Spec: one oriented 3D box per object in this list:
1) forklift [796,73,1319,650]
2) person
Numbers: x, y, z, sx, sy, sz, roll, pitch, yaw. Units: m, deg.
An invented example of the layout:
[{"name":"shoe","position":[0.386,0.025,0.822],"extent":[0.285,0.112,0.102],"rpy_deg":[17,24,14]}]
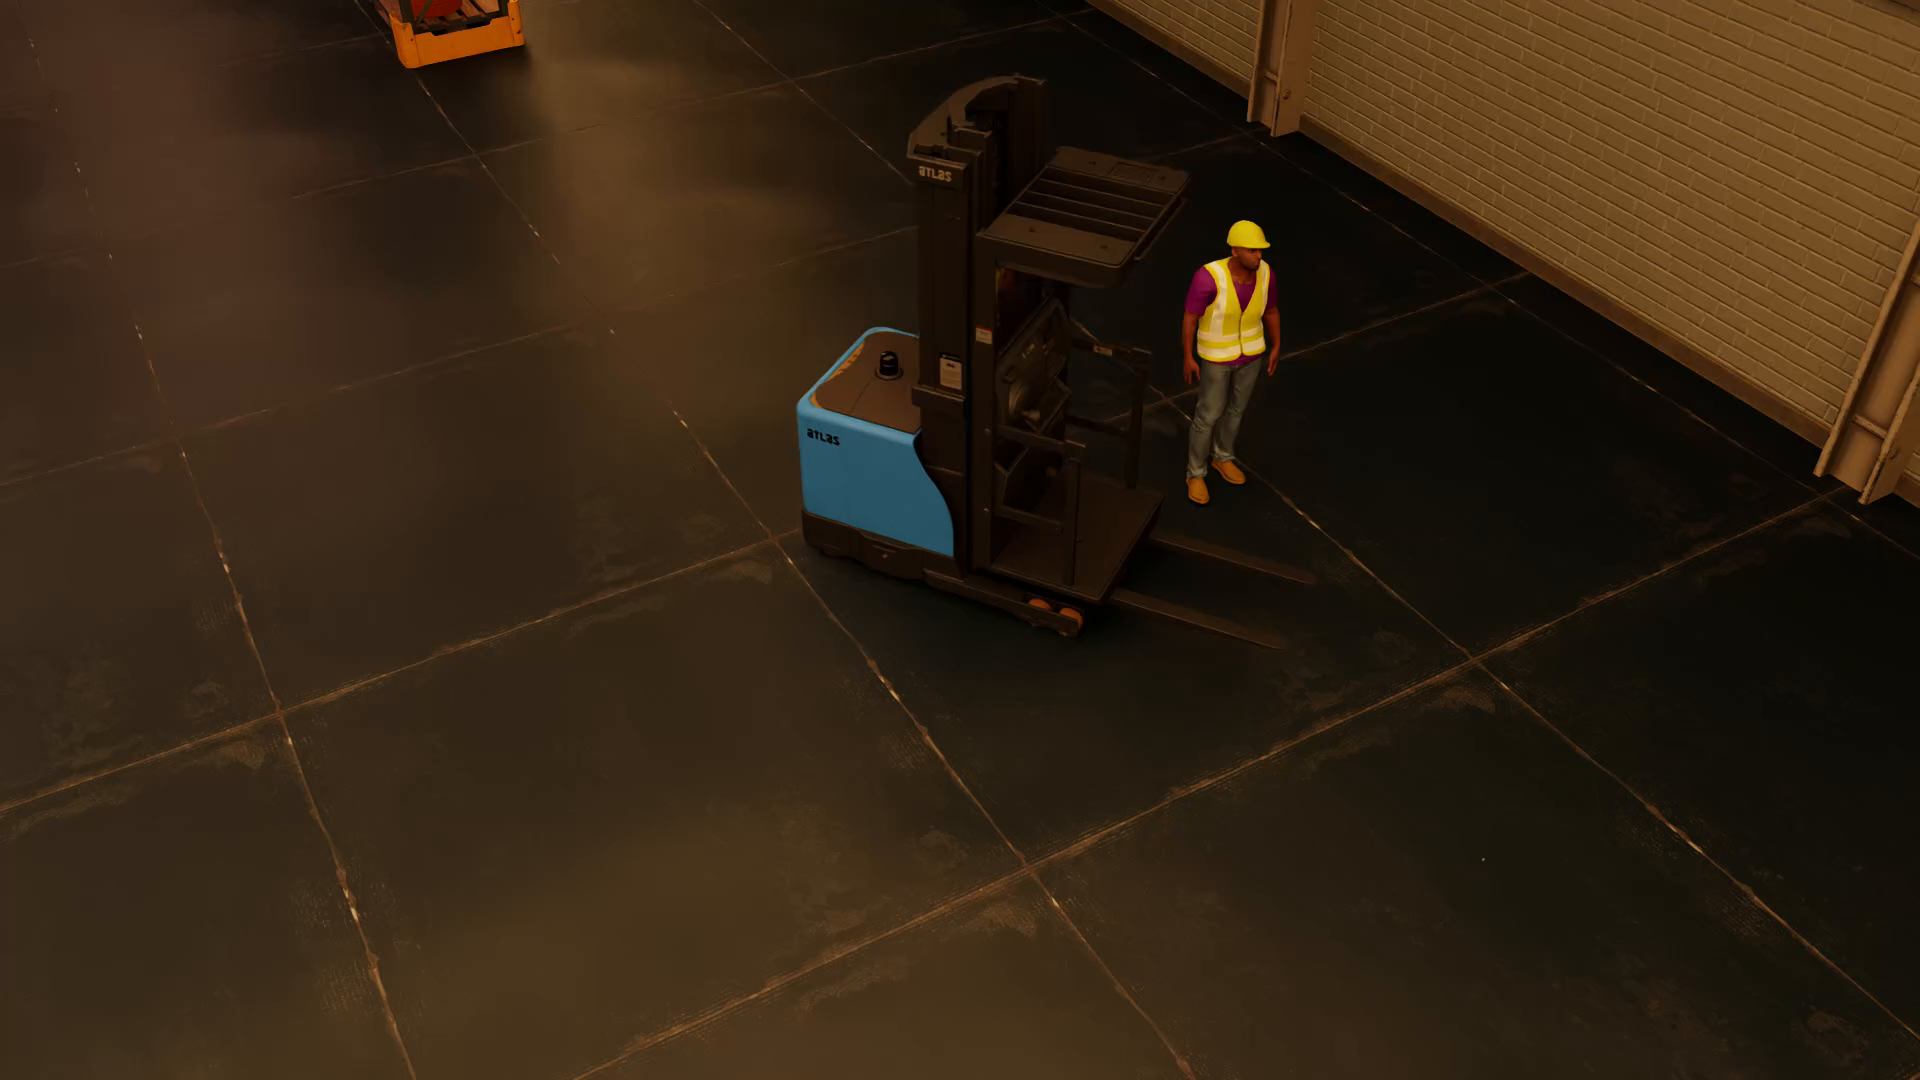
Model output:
[{"name":"forklift","position":[0.589,-0.956,9.189],"extent":[3.031,2.935,1.130],"rpy_deg":[17,43,19]},{"name":"person","position":[1.705,-1.112,10.281],"extent":[0.668,1.768,0.569],"rpy_deg":[-13,41,-15]}]
